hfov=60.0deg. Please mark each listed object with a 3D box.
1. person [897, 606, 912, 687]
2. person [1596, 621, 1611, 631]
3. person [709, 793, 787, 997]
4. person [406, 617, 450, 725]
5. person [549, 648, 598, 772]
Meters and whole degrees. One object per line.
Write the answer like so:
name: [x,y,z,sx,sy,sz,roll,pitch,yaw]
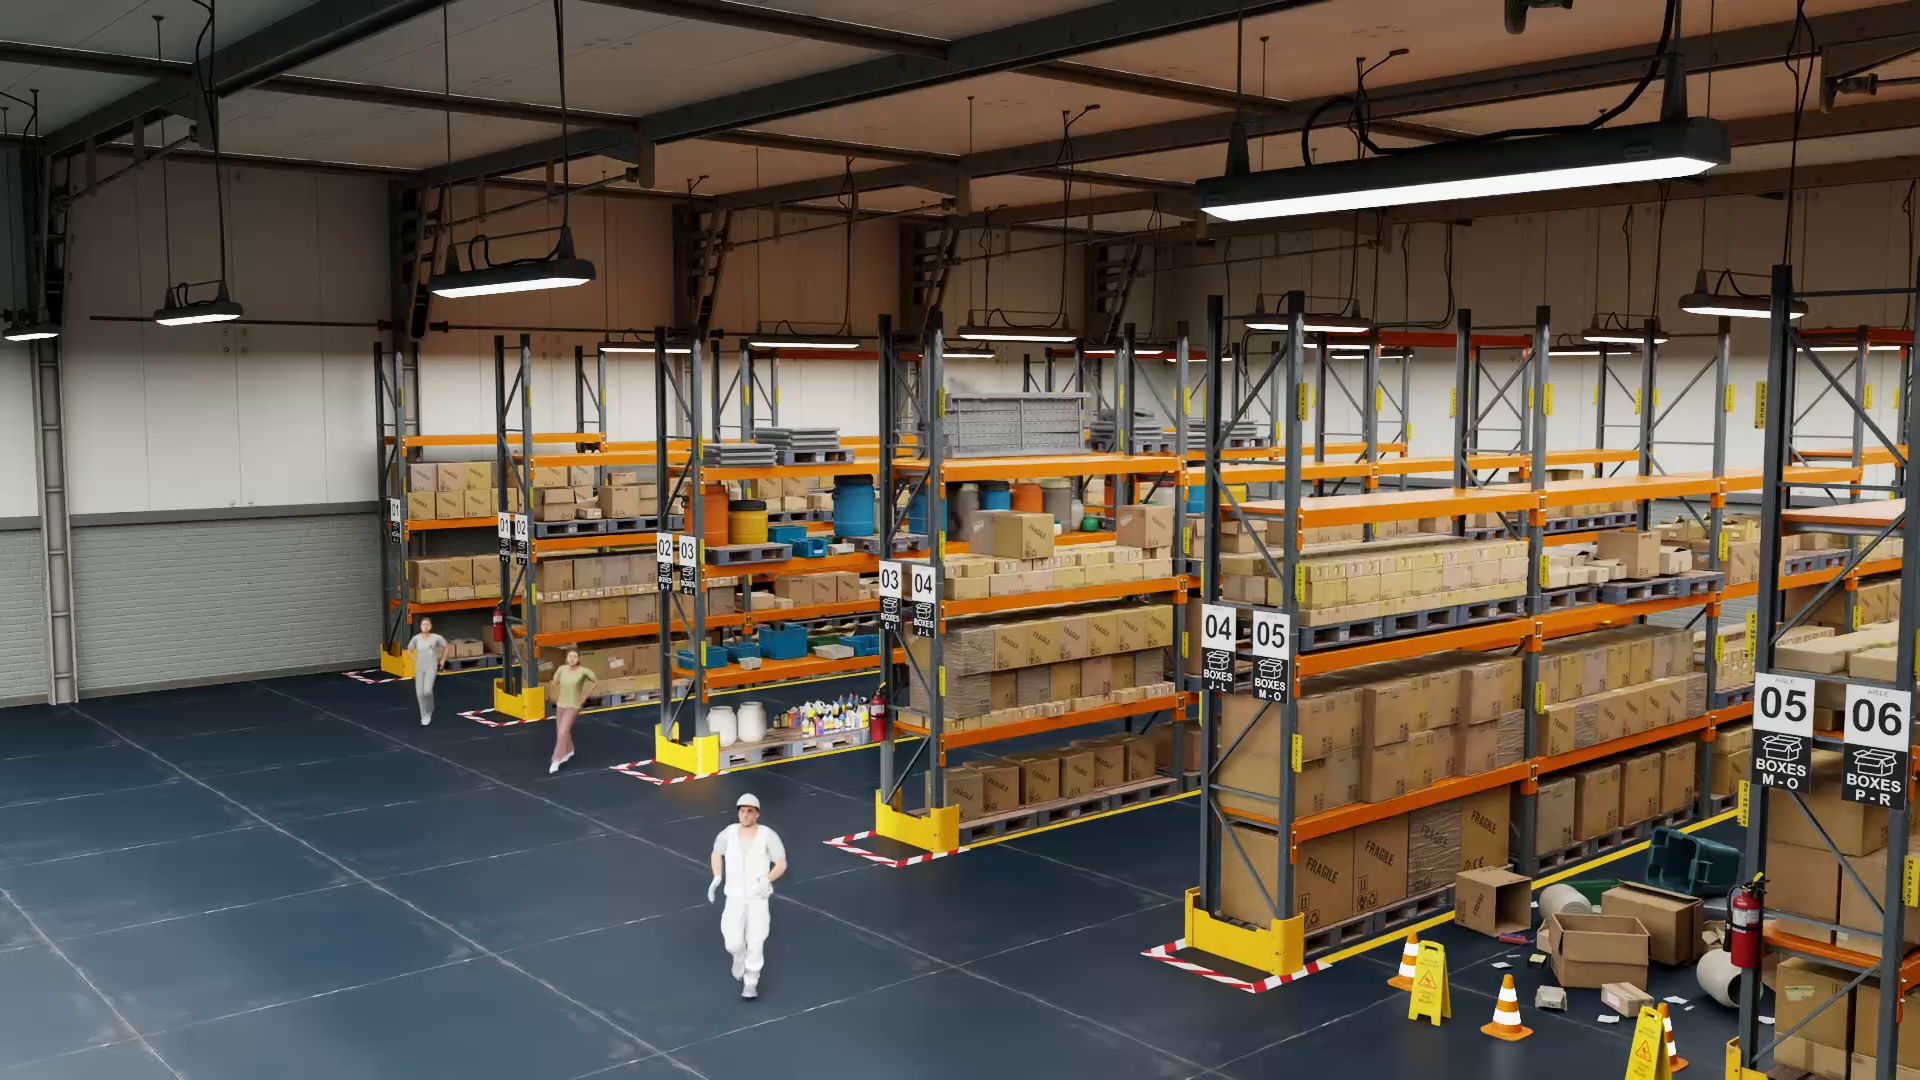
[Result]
person: [-0.919,1.576,27.175,0.647,1.688,0.533,4,7,40]
person: [9.704,2.004,25.254,0.695,1.721,0.579,4,7,37]
person: [-1.801,3.018,14.070,0.665,1.737,0.582,0,5,1]
person: [-8.198,2.011,25.515,0.576,1.655,0.586,0,5,-2]
person: [-5.269,2.294,22.645,0.586,1.675,0.689,2,5,16]
